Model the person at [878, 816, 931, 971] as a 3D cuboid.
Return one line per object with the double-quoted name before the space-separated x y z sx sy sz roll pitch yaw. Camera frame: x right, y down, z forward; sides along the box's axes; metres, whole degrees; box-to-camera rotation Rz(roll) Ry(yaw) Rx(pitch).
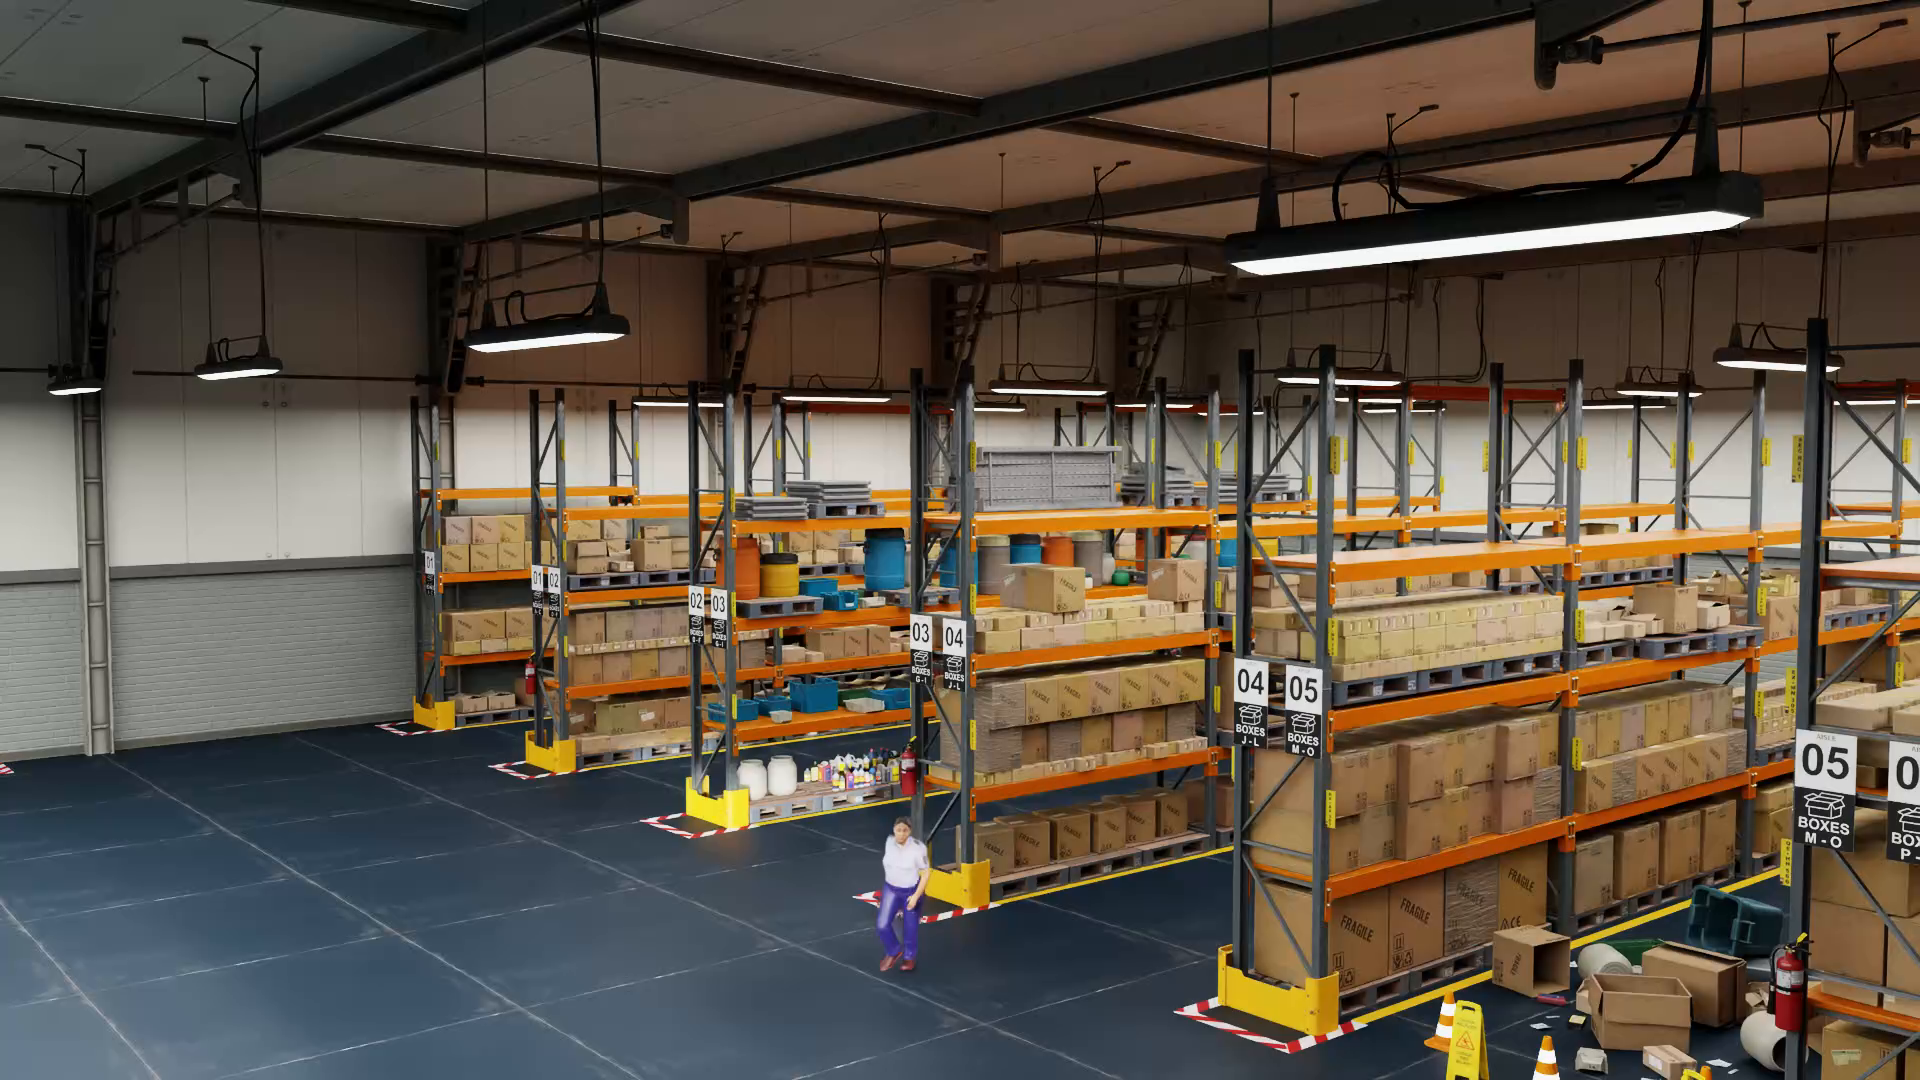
"person" -0.520 3.416 16.045 0.557 1.587 0.752 1 4 16
